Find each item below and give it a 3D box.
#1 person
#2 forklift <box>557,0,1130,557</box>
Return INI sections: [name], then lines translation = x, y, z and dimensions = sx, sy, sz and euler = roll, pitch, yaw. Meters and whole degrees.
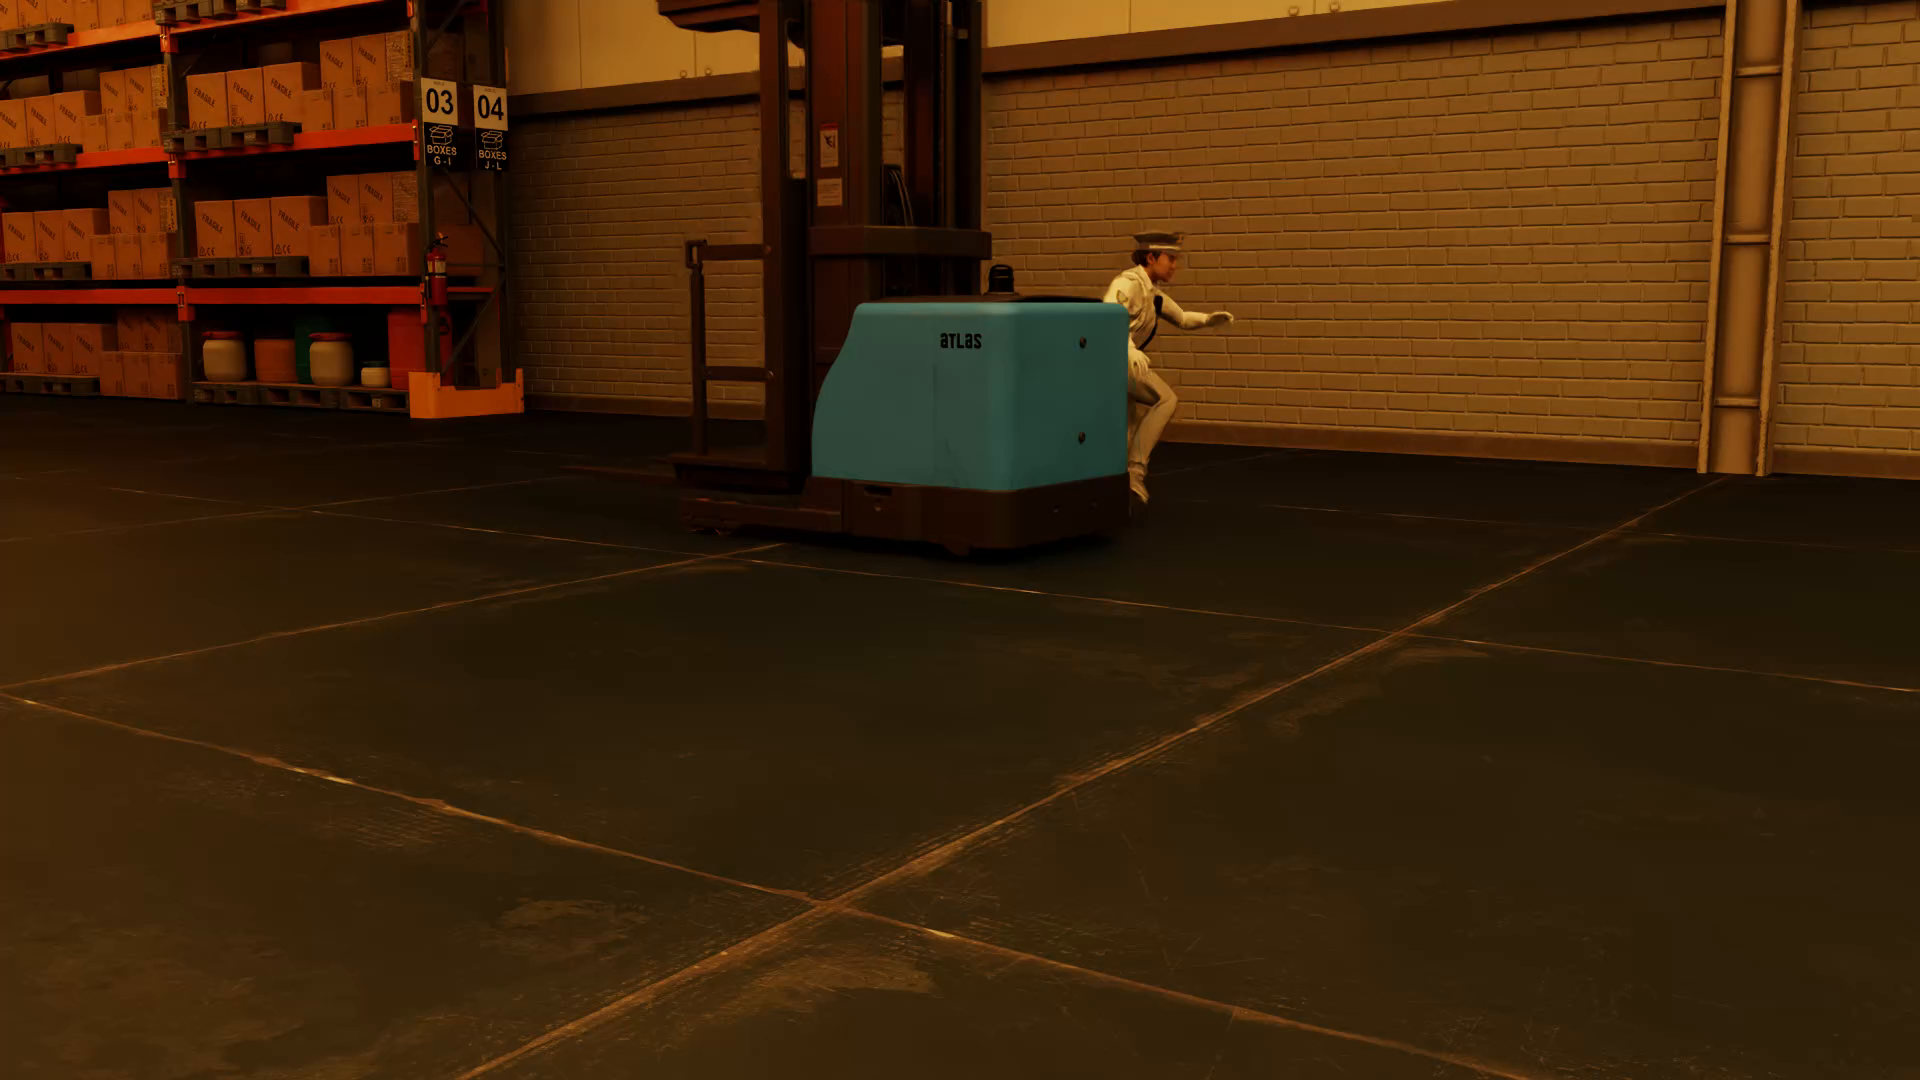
[person]
translation = 0.964, -0.860, 8.467
dimensions = 0.832, 1.424, 0.894
euler = 1, 8, 10
[forklift]
translation = -0.708, -1.523, 7.902
dimensions = 3.031, 2.935, 1.130
euler = 6, 10, 37
